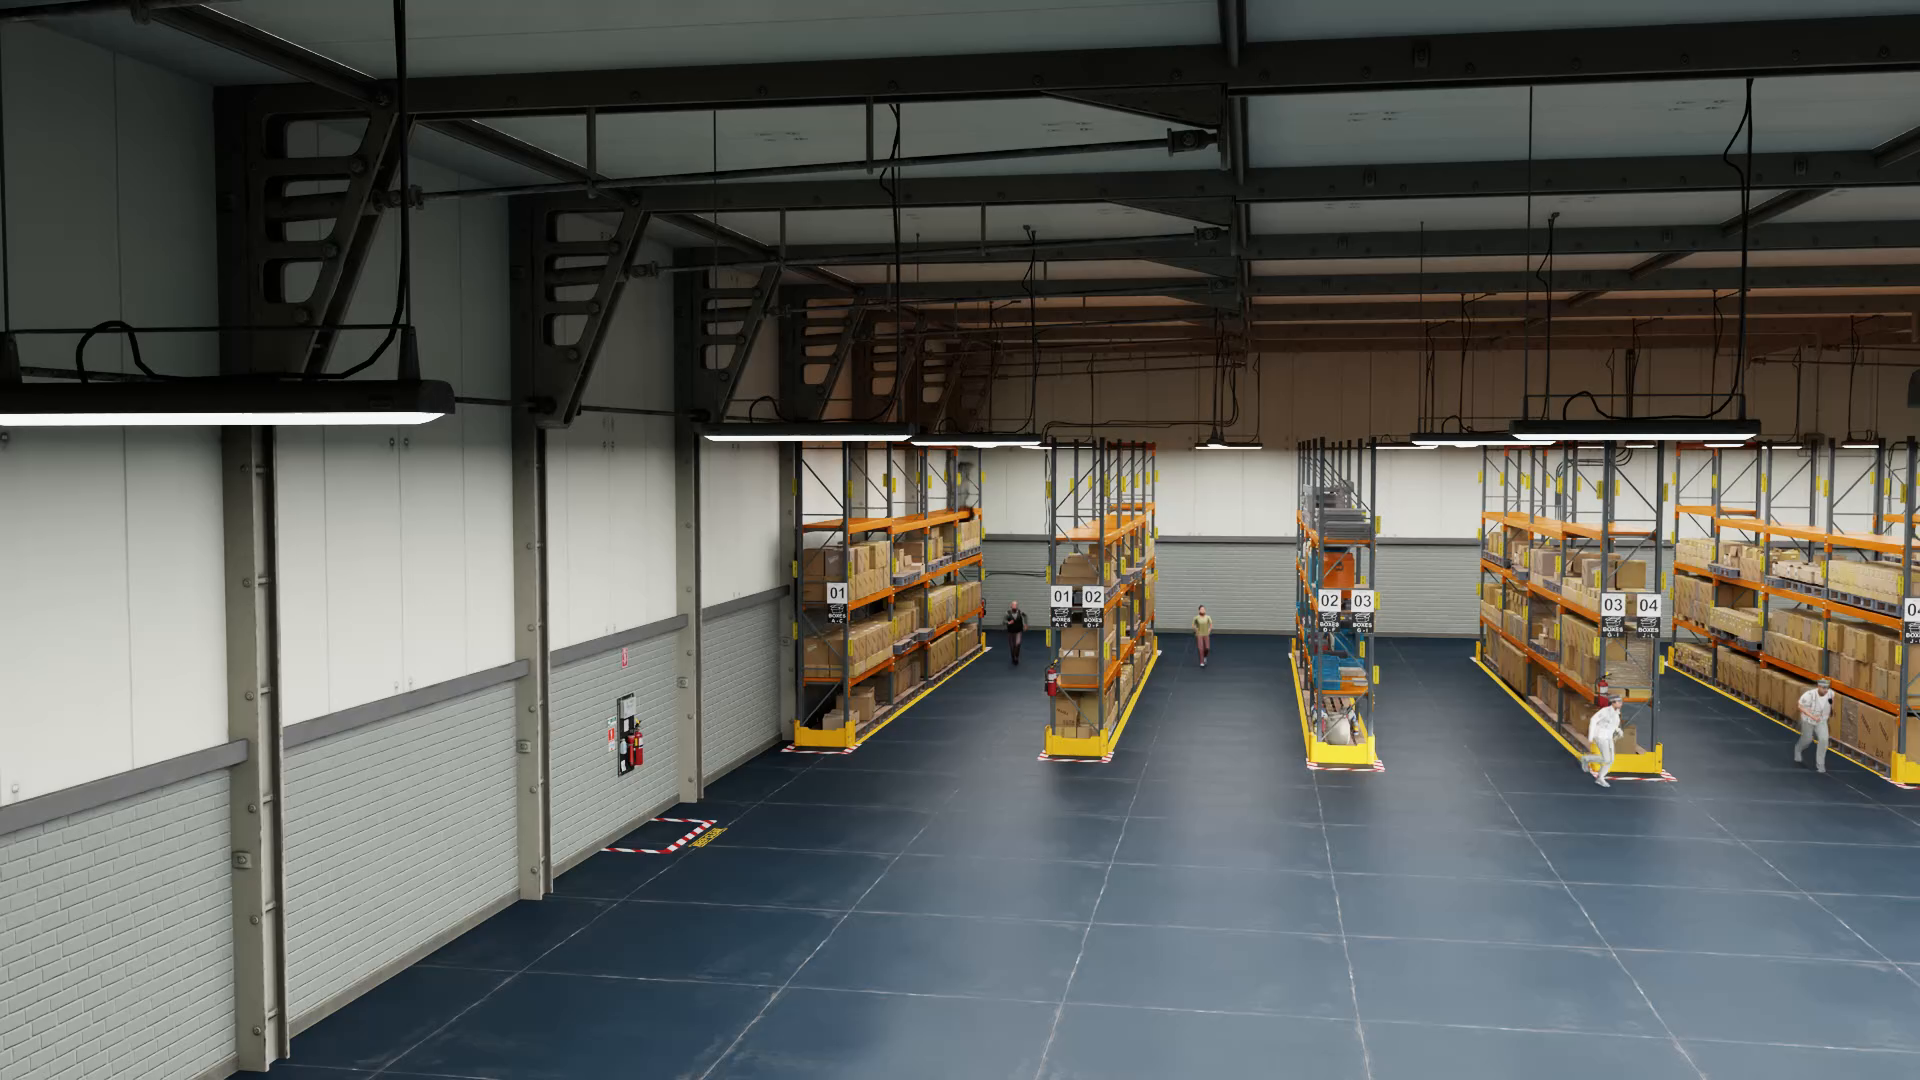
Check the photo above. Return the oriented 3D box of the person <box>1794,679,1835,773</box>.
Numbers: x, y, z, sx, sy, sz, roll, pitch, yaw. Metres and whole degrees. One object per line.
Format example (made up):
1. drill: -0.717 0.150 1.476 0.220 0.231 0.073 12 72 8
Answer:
1. person: 15.428 3.320 30.100 0.703 1.720 1.025 0 3 -1

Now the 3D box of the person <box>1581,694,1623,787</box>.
1. person: 11.061 3.420 28.636 0.610 1.620 0.714 -3 4 -42

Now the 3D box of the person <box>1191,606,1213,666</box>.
1. person: 6.468 2.565 44.377 0.576 1.613 0.558 0 3 2

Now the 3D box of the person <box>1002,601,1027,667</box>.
1. person: 1.470 2.515 44.599 0.678 1.762 0.851 0 3 -1
